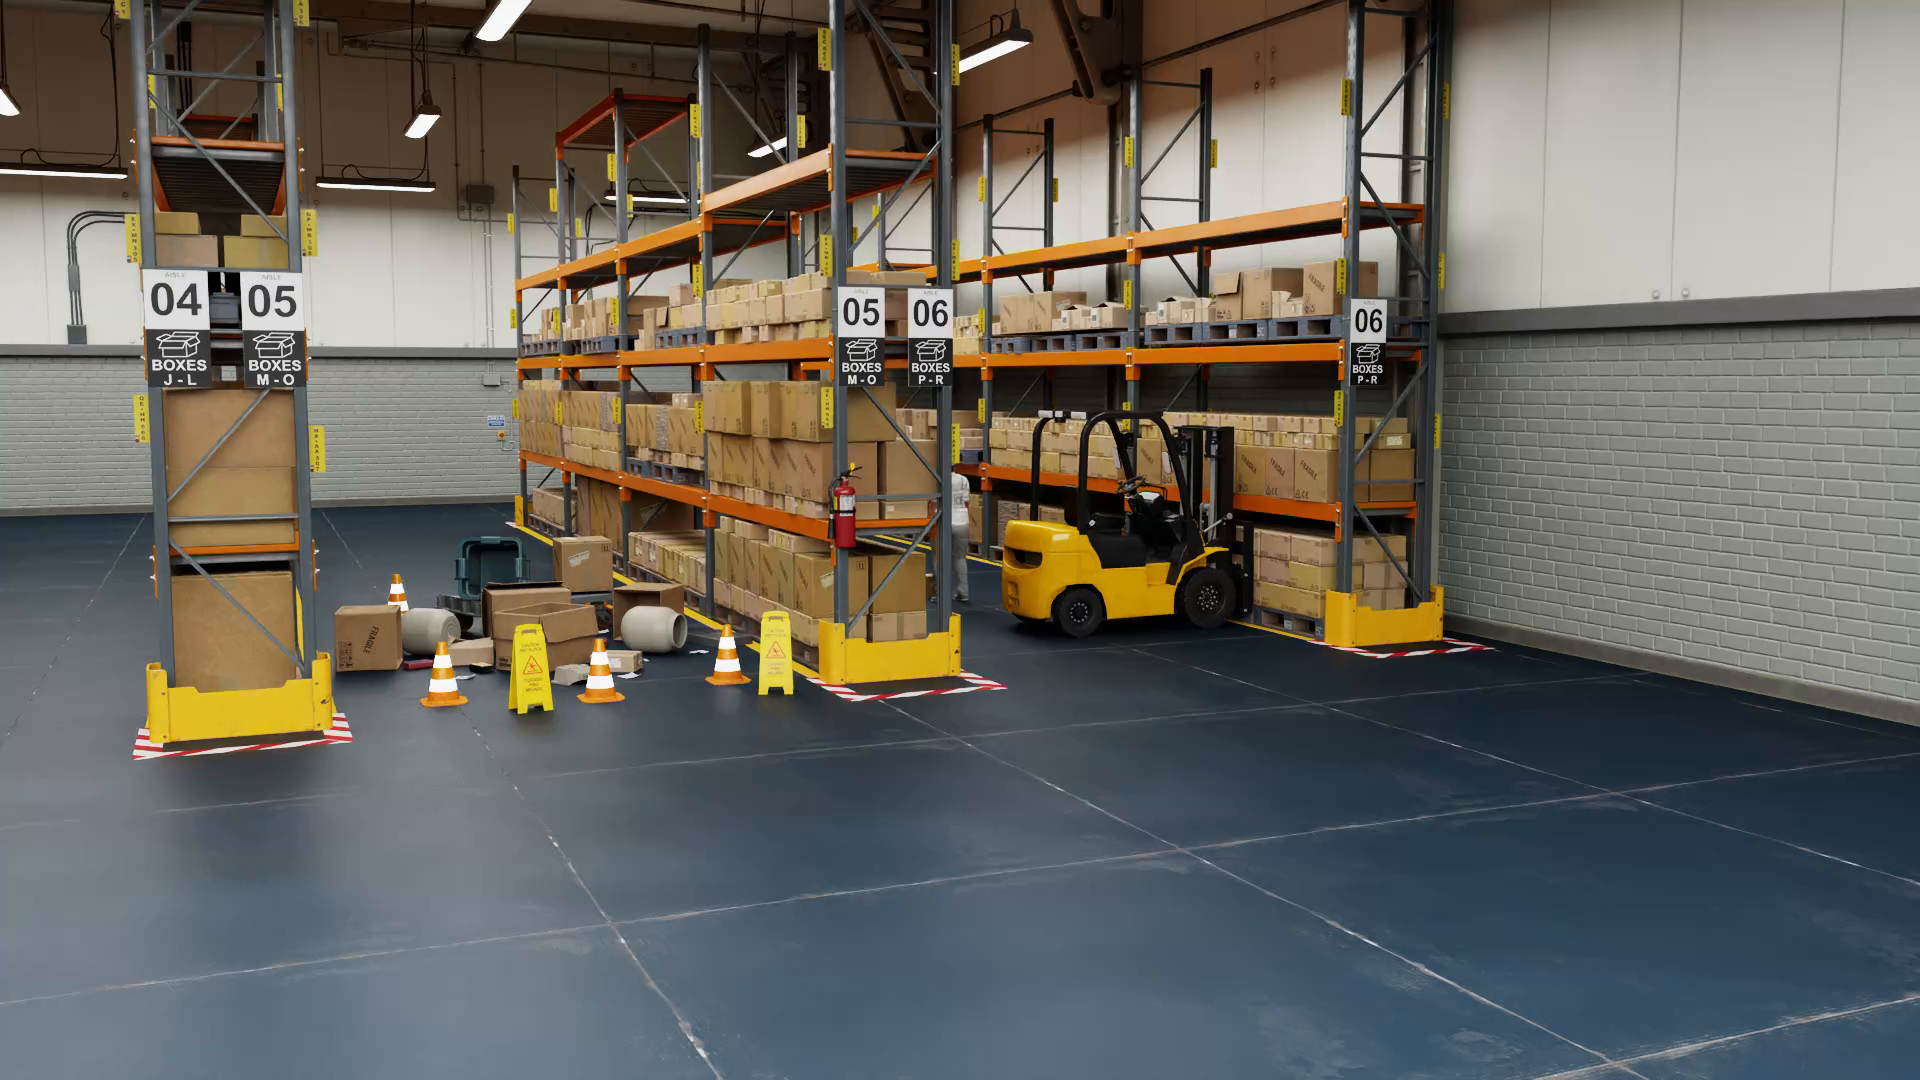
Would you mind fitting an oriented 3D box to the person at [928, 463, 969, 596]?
[{"bbox_3d":[-0.136,-0.165,18.430,0.475,1.577,0.394,-2,6,-23],"label":"person"}]
